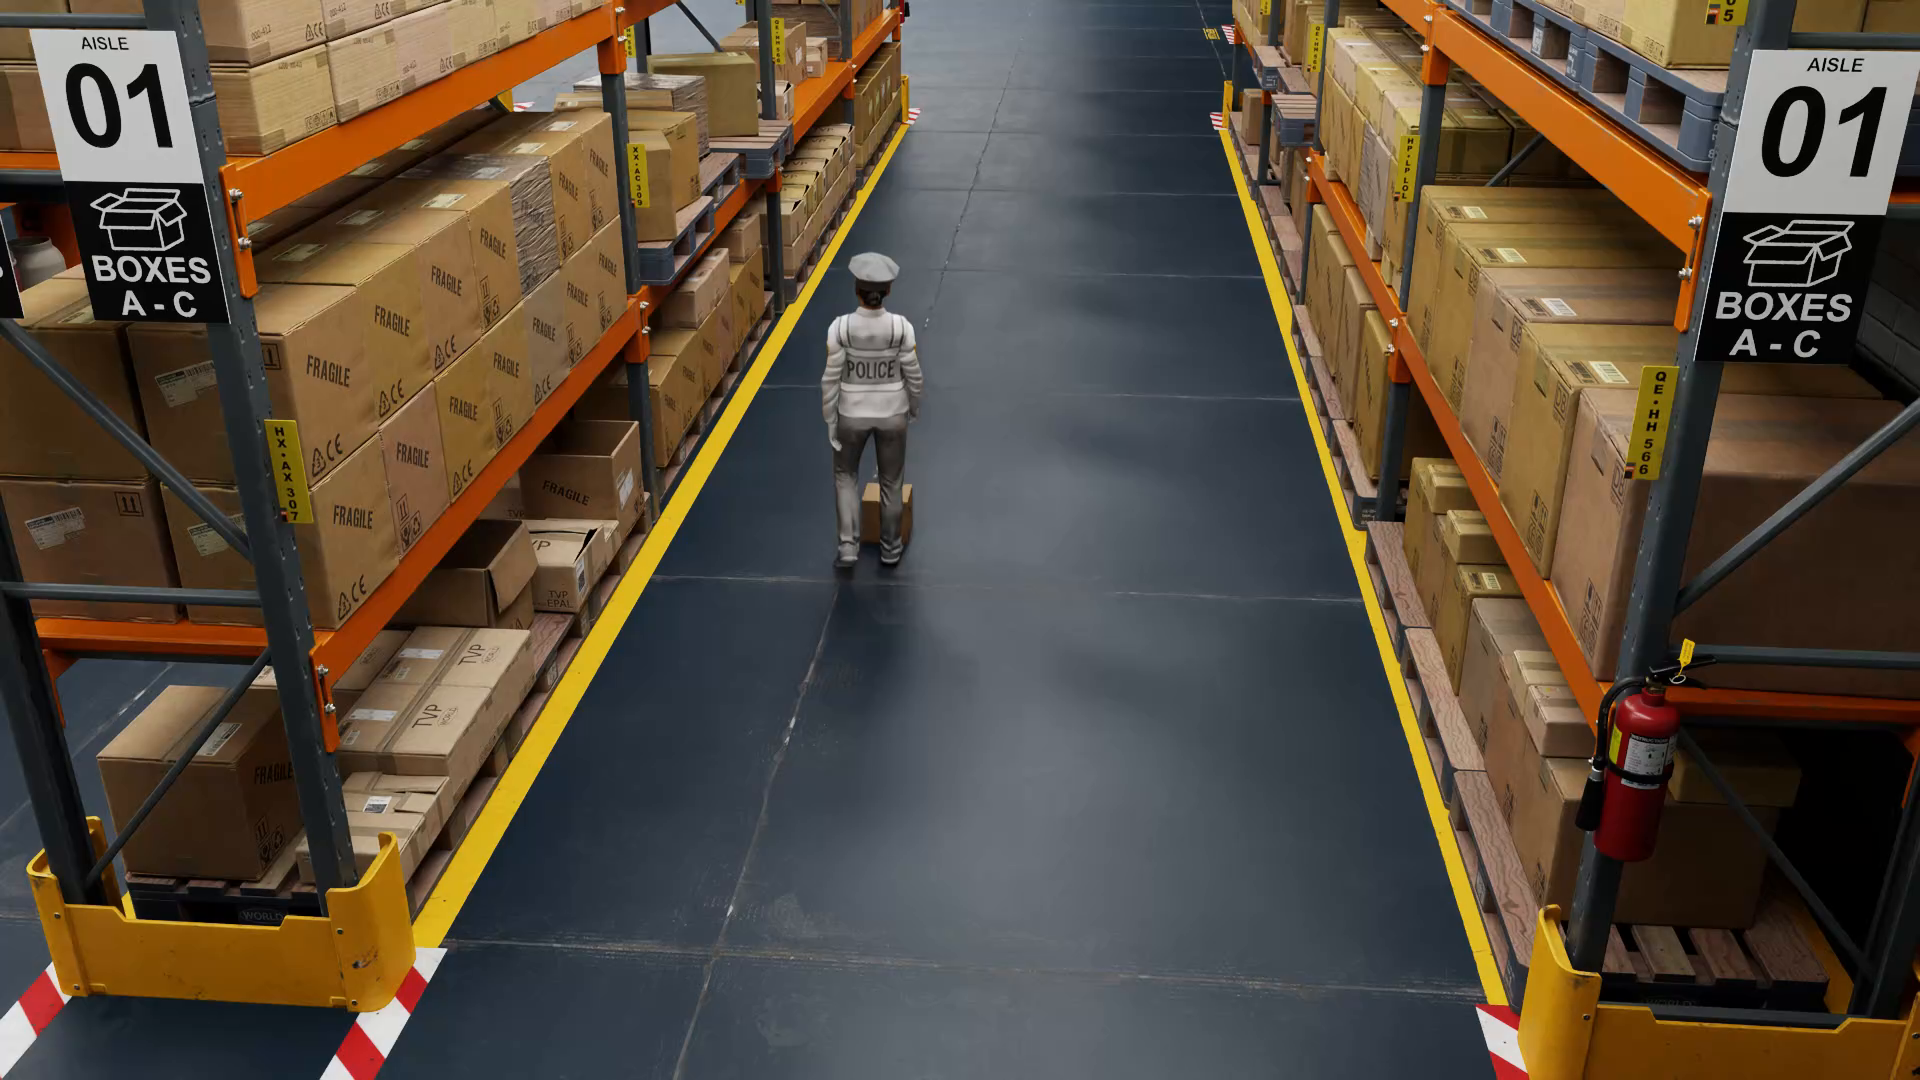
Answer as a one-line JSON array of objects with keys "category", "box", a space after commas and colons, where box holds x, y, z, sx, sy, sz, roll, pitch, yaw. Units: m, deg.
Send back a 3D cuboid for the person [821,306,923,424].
[{"category": "person", "box": [-0.438, -0.886, 8.254, 0.506, 0.604, 0.324, -1, 25, -2]}]
